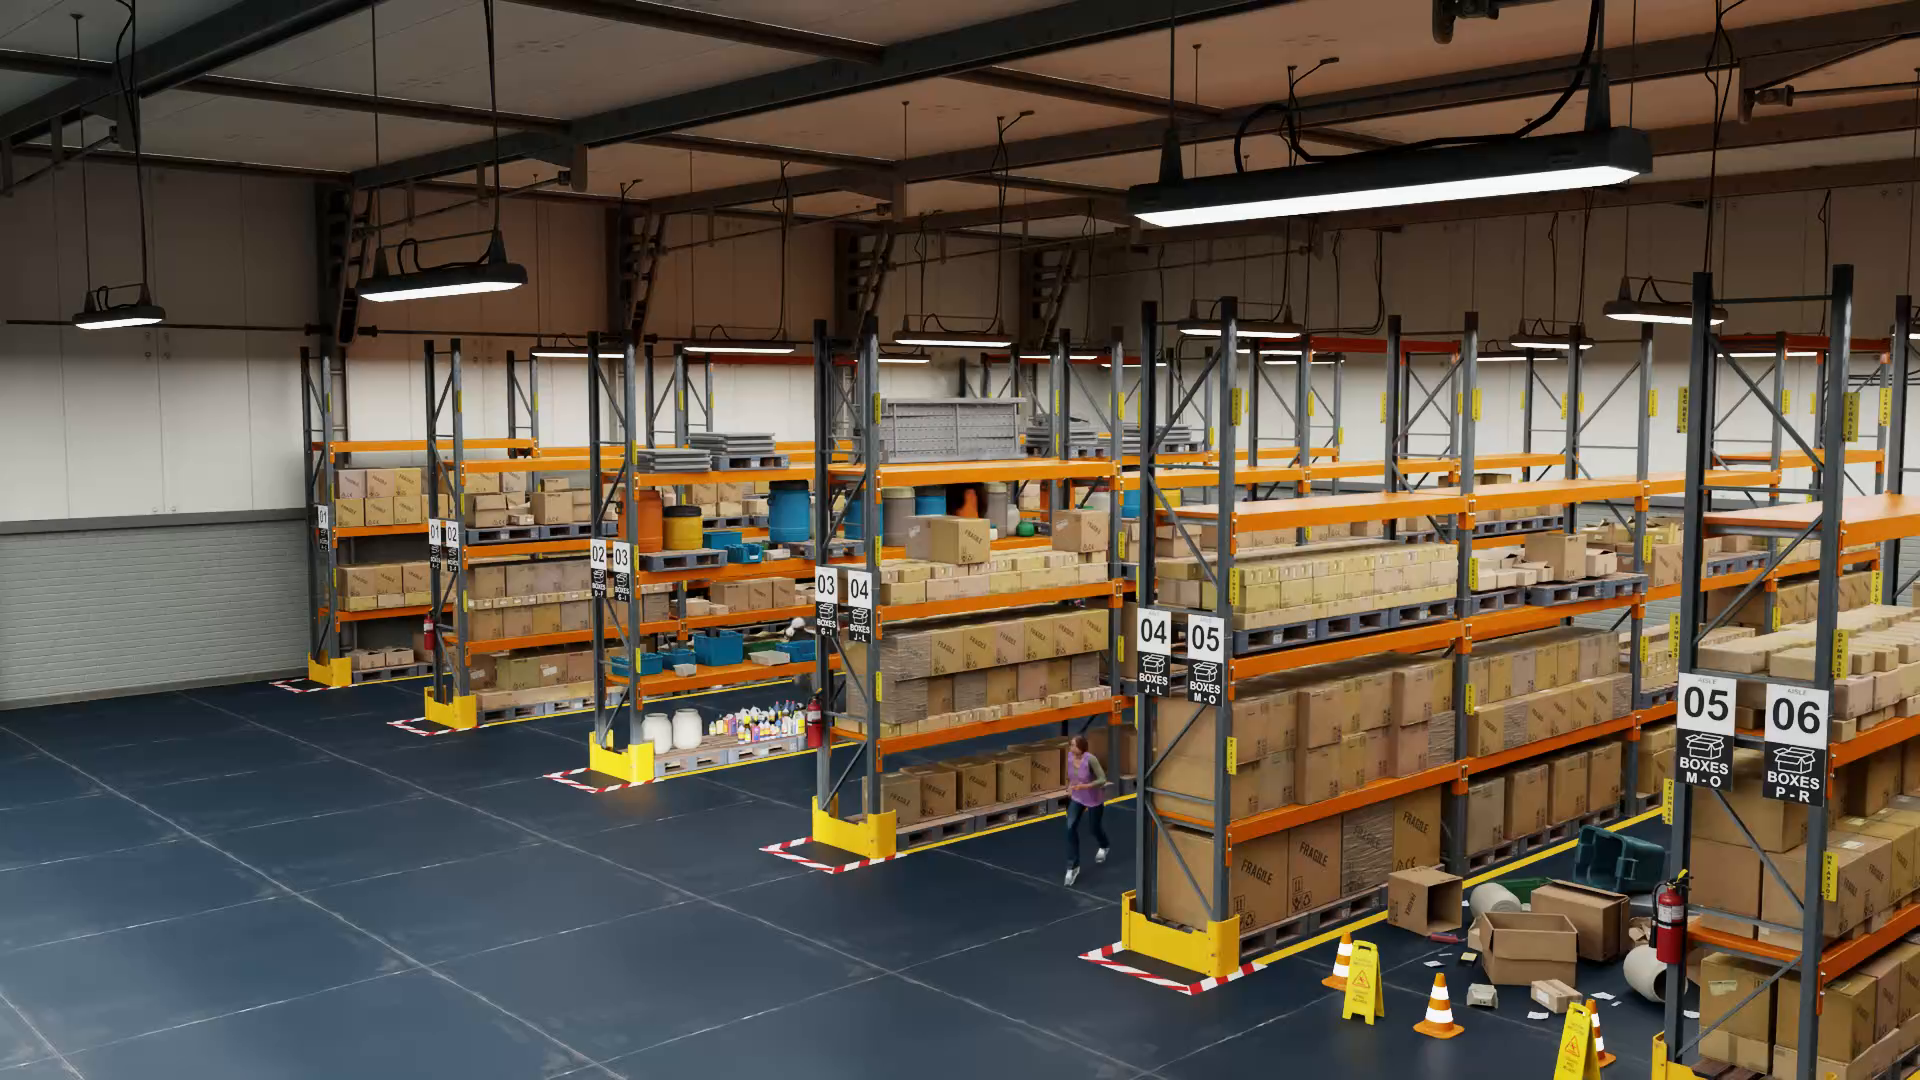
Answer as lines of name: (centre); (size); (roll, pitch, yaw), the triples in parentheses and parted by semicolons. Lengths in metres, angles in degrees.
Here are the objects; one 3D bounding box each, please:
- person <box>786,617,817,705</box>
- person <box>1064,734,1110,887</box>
person: (-2.521, 2.003, 26.887); (0.739, 1.578, 0.891); (2, 6, 24)
person: (1.376, 2.822, 17.797); (0.538, 1.595, 0.939); (3, 6, 28)
